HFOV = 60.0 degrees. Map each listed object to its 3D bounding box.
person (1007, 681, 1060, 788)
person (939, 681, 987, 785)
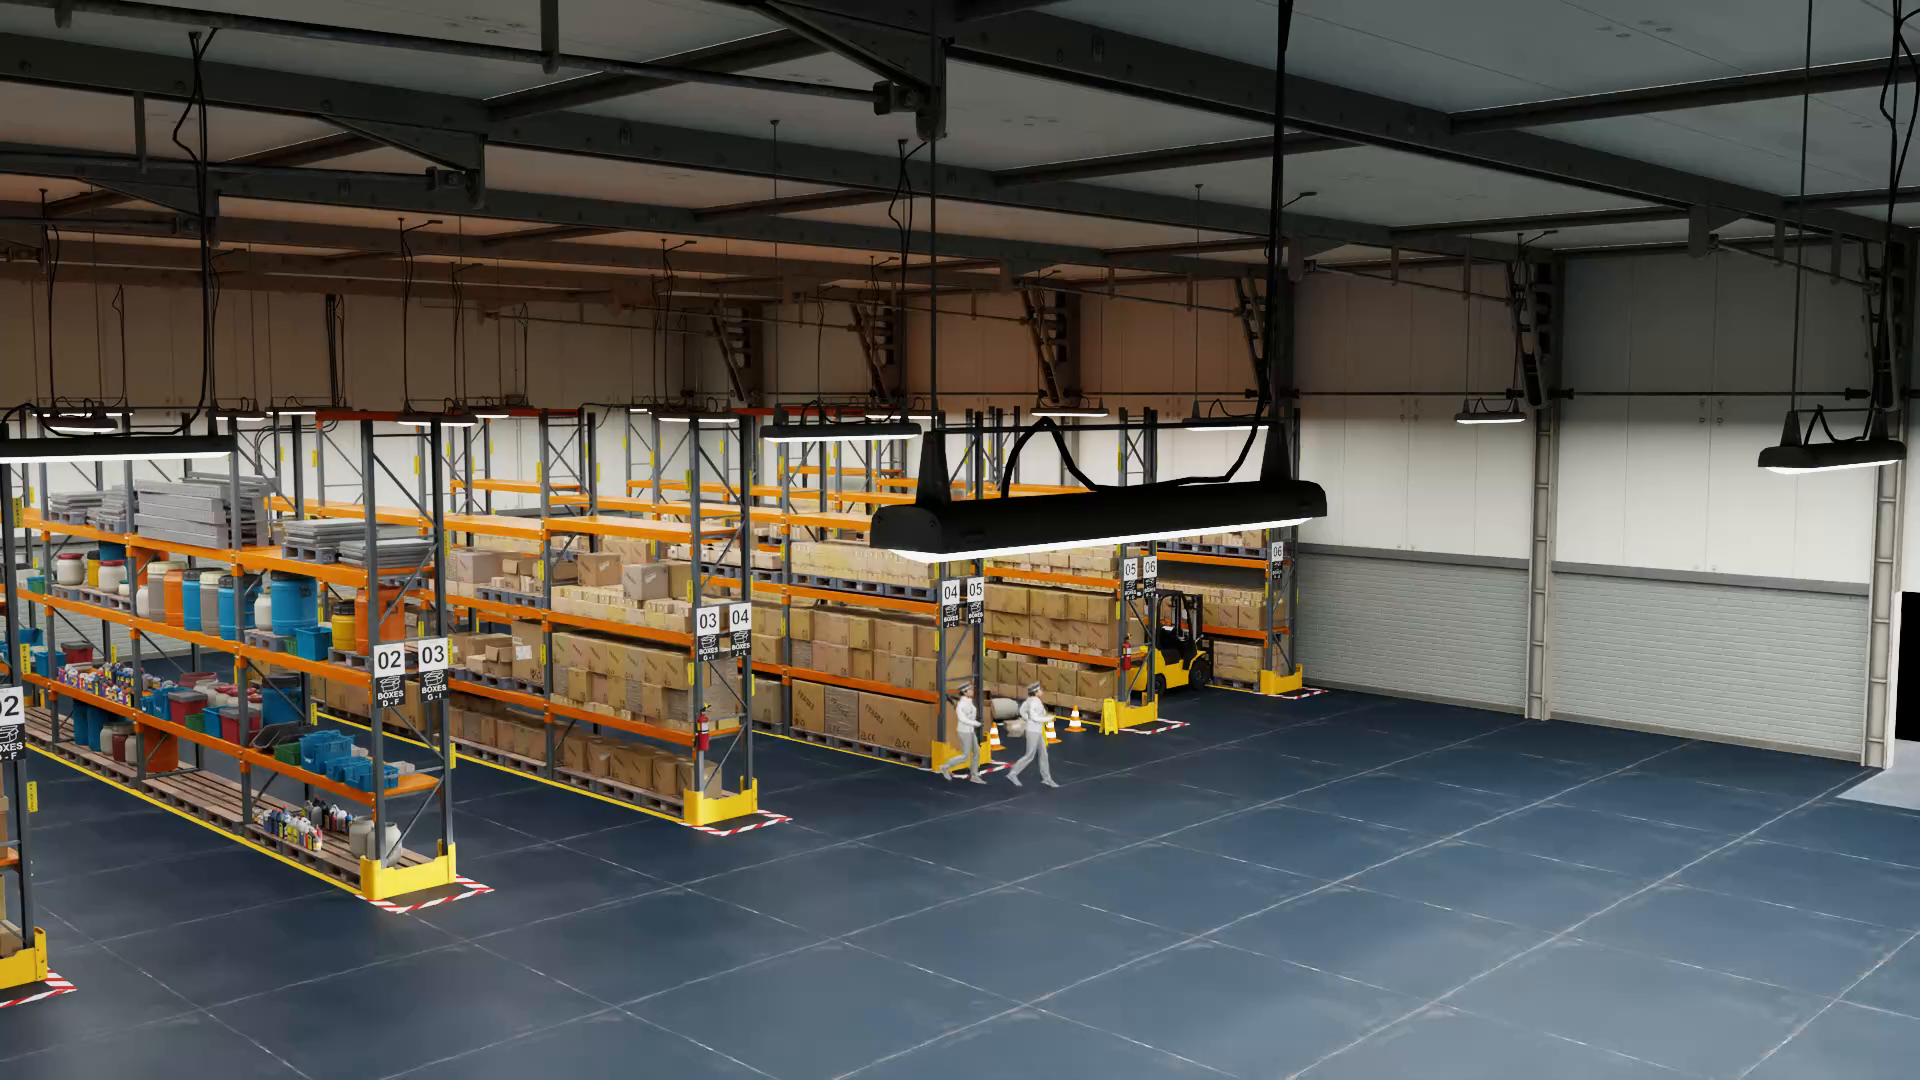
[{"bbox_3d":[1.175,3.123,26.691,0.854,1.714,0.616,0,5,1],"label":"person"},{"bbox_3d":[0.051,3.120,26.861,0.777,1.705,0.636,0,5,4],"label":"person"}]
